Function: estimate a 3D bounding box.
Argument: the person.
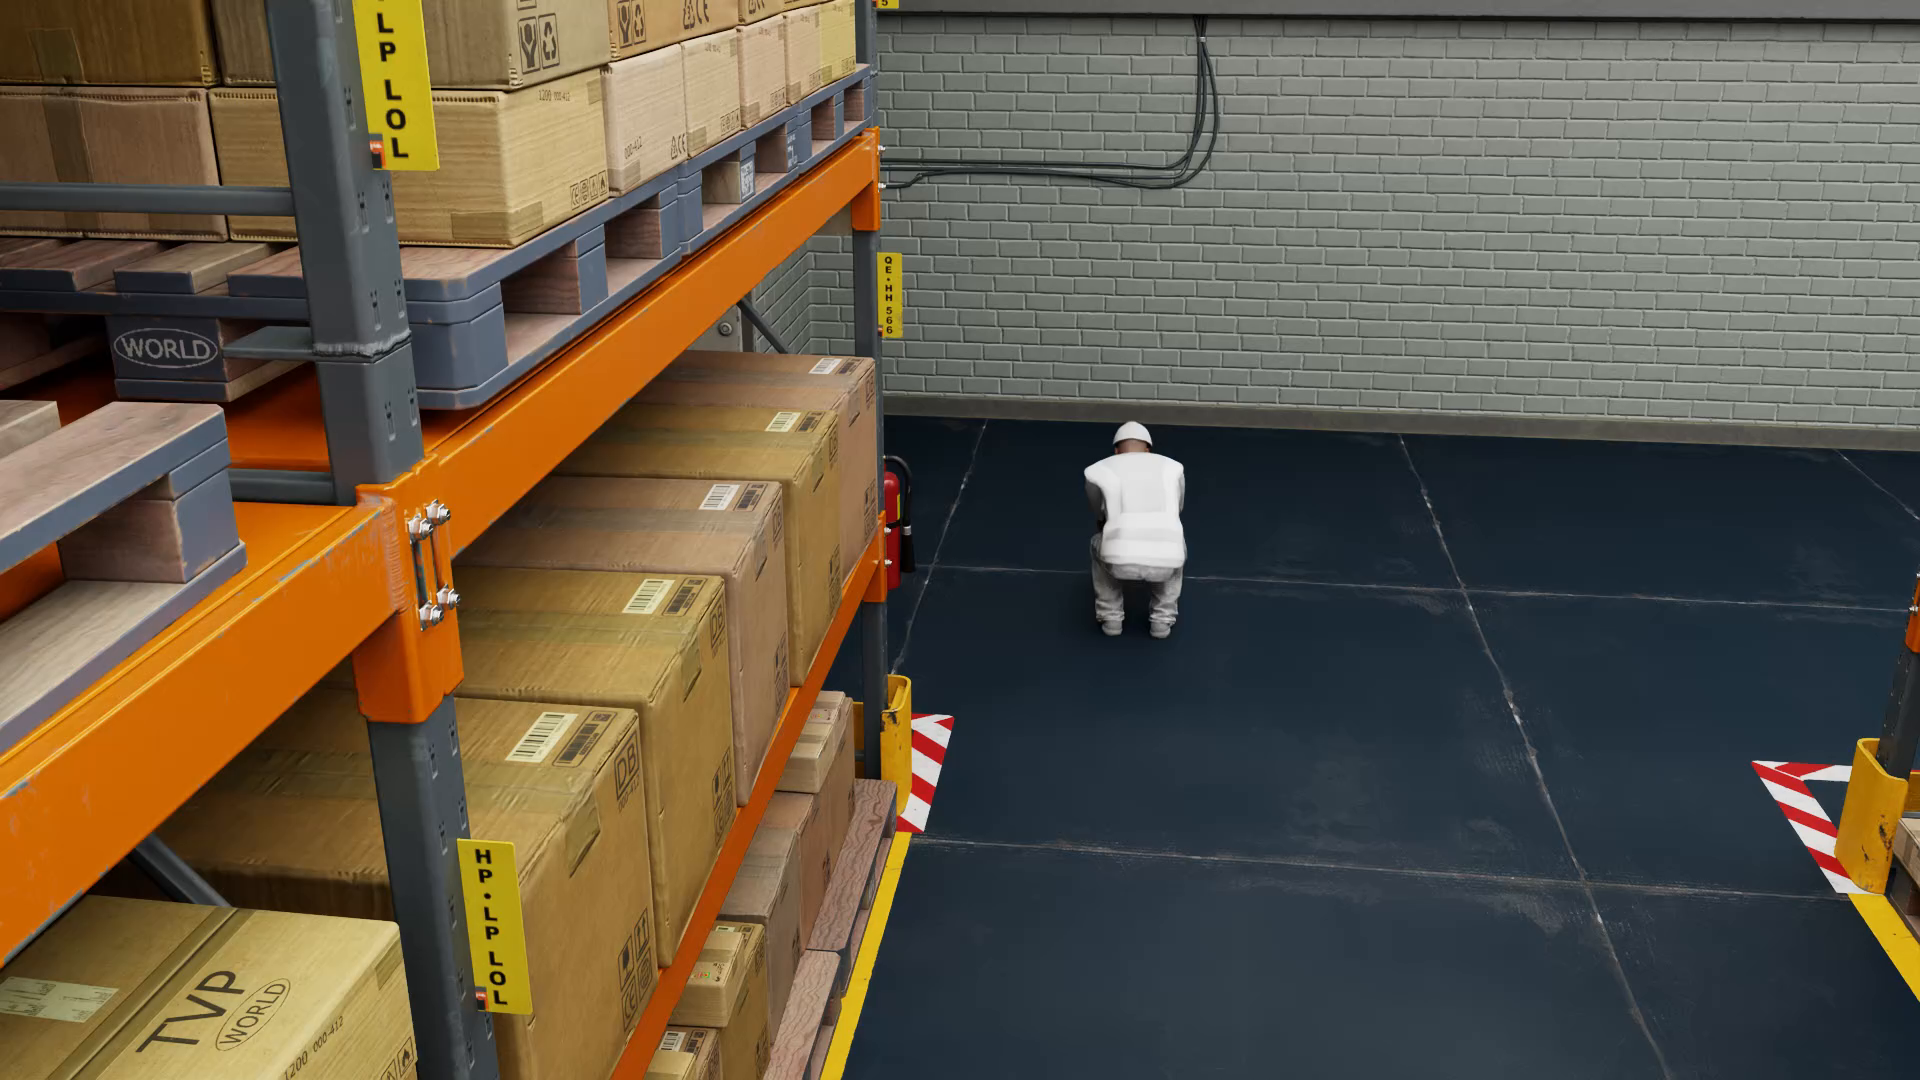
[{"bbox_3d":[0.927,-0.053,8.794,0.560,1.004,0.916,2,21,5],"label":"person"}]
